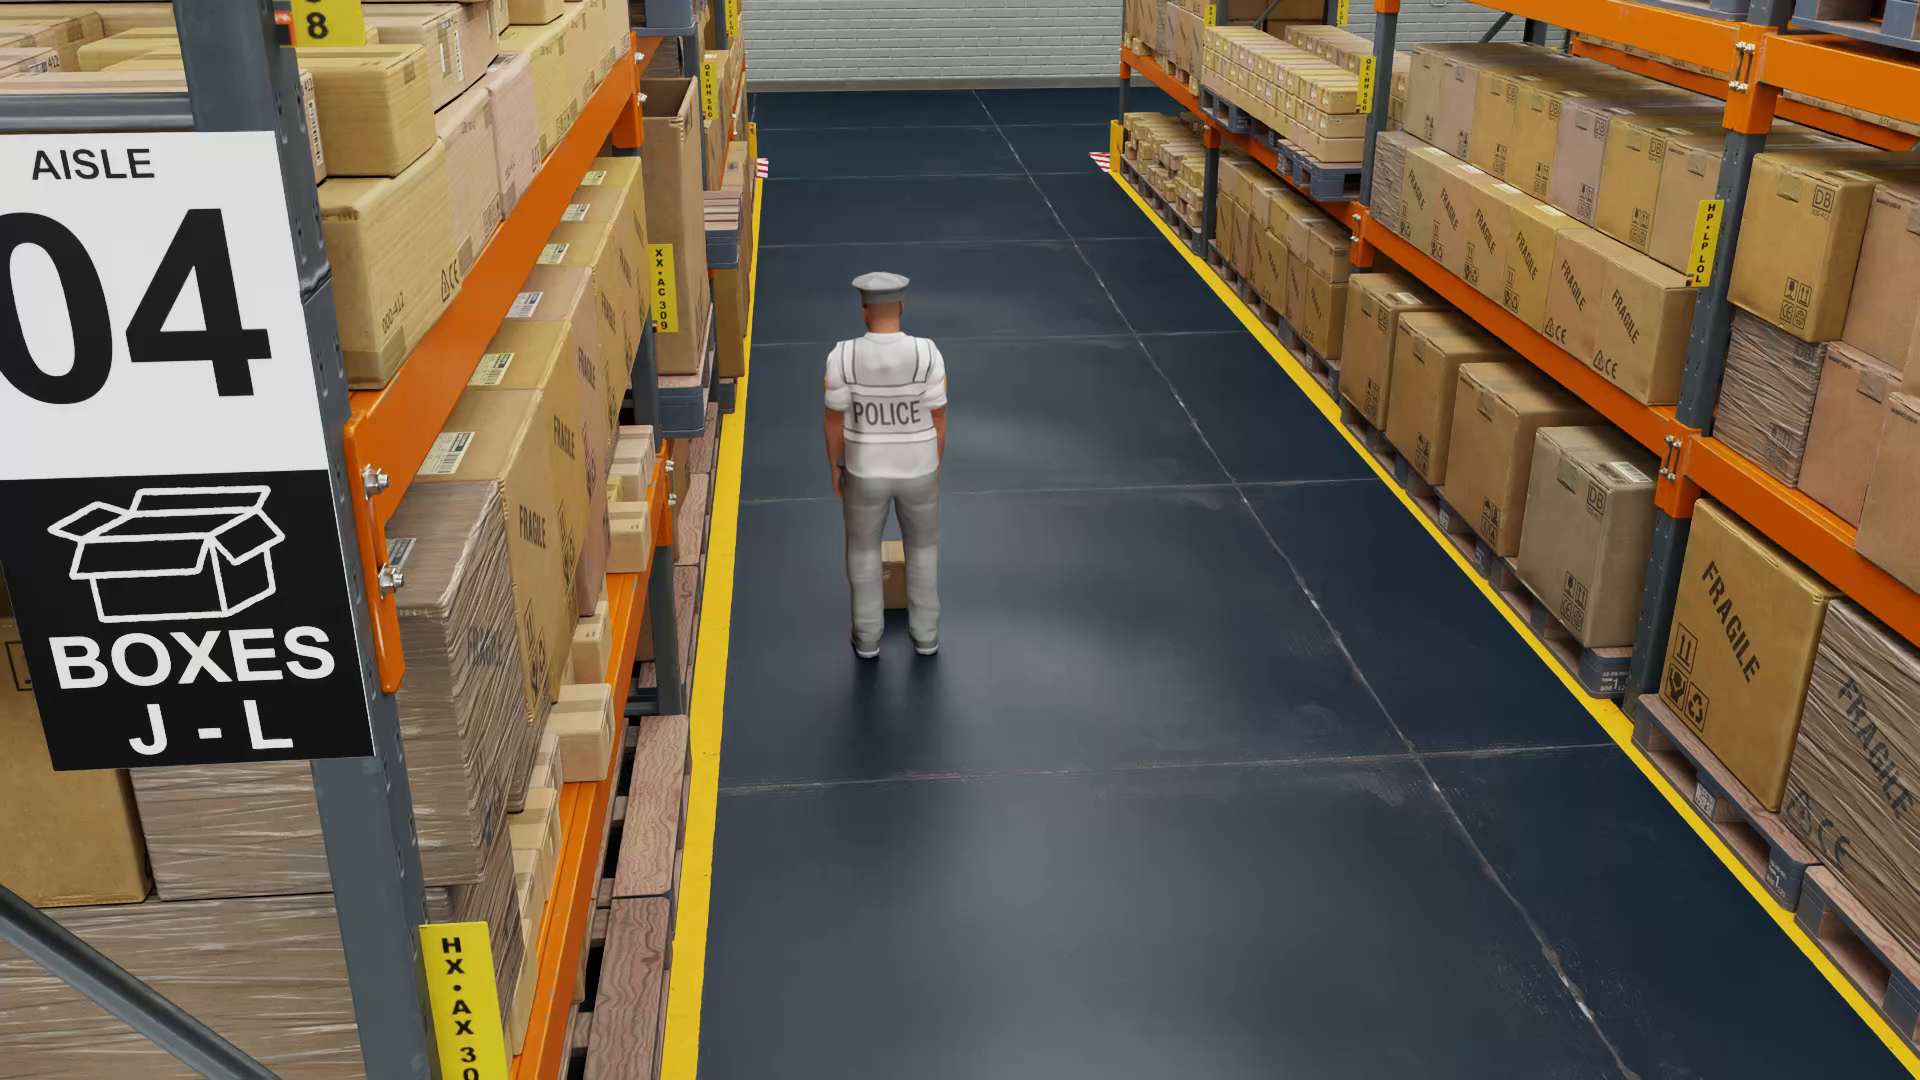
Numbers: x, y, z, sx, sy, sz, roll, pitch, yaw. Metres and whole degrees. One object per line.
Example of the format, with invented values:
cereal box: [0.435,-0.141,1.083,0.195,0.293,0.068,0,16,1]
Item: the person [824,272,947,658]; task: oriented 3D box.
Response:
person: [-0.326,-0.312,7.326,0.530,1.739,0.391,-2,24,-4]
